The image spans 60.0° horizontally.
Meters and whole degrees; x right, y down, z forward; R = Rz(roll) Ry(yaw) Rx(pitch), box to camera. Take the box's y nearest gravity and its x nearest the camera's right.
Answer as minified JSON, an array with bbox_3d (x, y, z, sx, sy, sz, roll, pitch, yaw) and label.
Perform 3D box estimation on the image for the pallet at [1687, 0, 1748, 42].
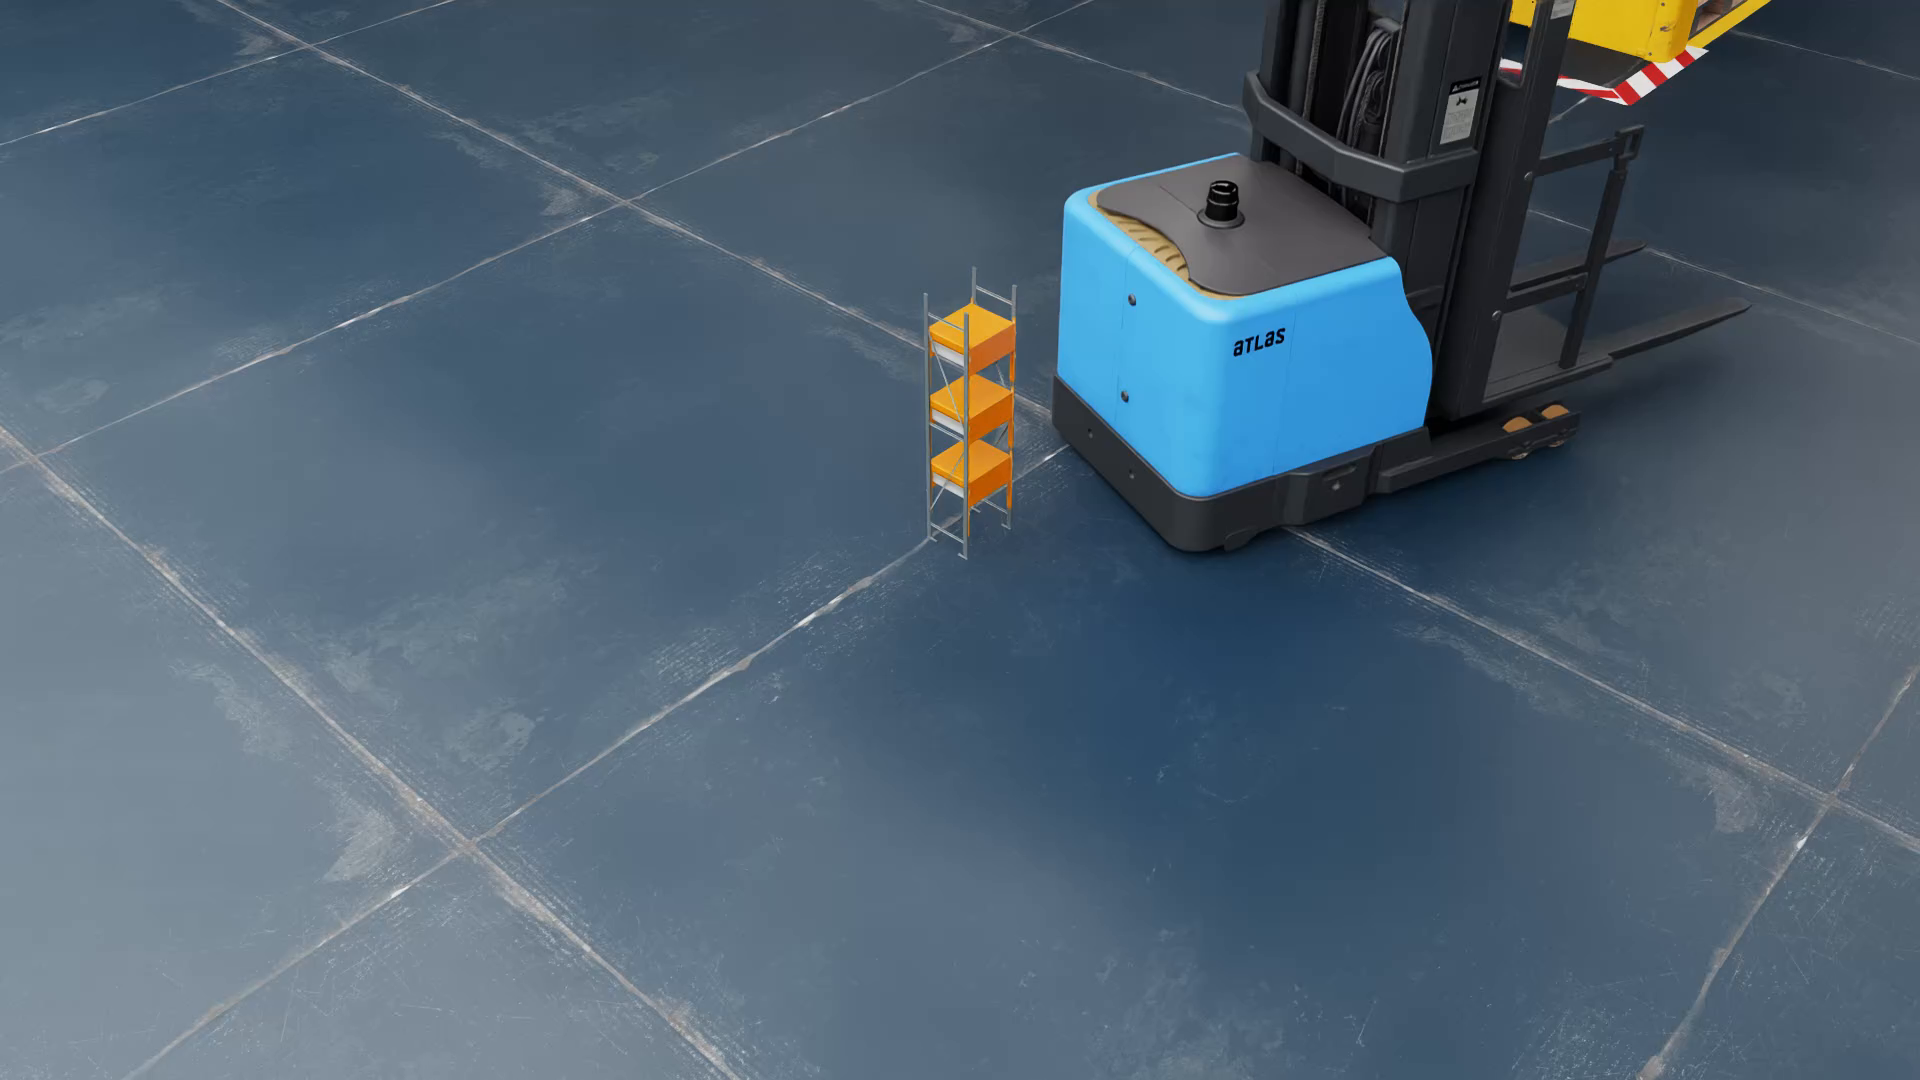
[{"bbox_3d":[4.389,-3.552,10.548,1.003,0.211,1.213,30,47,32],"label":"pallet"}]

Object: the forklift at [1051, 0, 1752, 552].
[{"bbox_3d":[1.921,-1.745,6.089,3.031,2.935,1.130,-18,42,-21],"label":"forklift"}]

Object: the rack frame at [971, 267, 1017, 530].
[{"bbox_3d":[0.118,-0.492,6.025,0.200,1.050,0.008,30,47,32],"label":"rack frame"}]

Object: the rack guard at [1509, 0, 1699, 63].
[{"bbox_3d":[3.815,-3.307,10.007,1.175,0.500,0.348,30,47,32],"label":"rack guard"}]

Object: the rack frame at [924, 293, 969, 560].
[{"bbox_3d":[-0.046,-0.379,5.884,0.200,1.050,0.008,30,47,32],"label":"rack frame"}]

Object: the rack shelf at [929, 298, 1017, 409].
[{"bbox_3d":[0.036,-0.649,5.784,0.215,0.259,0.240,30,47,32],"label":"rack shelf"}]

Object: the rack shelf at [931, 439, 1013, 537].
[{"bbox_3d":[0.036,-0.210,6.134,0.215,0.259,0.240,30,47,32],"label":"rack shelf"}]

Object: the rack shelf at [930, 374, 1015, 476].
[{"bbox_3d":[0.036,-0.427,5.961,0.215,0.259,0.240,30,47,32],"label":"rack shelf"}]

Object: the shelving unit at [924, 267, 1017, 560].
[{"bbox_3d":[0.036,-0.436,5.954,0.215,1.050,0.252,30,47,32],"label":"shelving unit"}]
